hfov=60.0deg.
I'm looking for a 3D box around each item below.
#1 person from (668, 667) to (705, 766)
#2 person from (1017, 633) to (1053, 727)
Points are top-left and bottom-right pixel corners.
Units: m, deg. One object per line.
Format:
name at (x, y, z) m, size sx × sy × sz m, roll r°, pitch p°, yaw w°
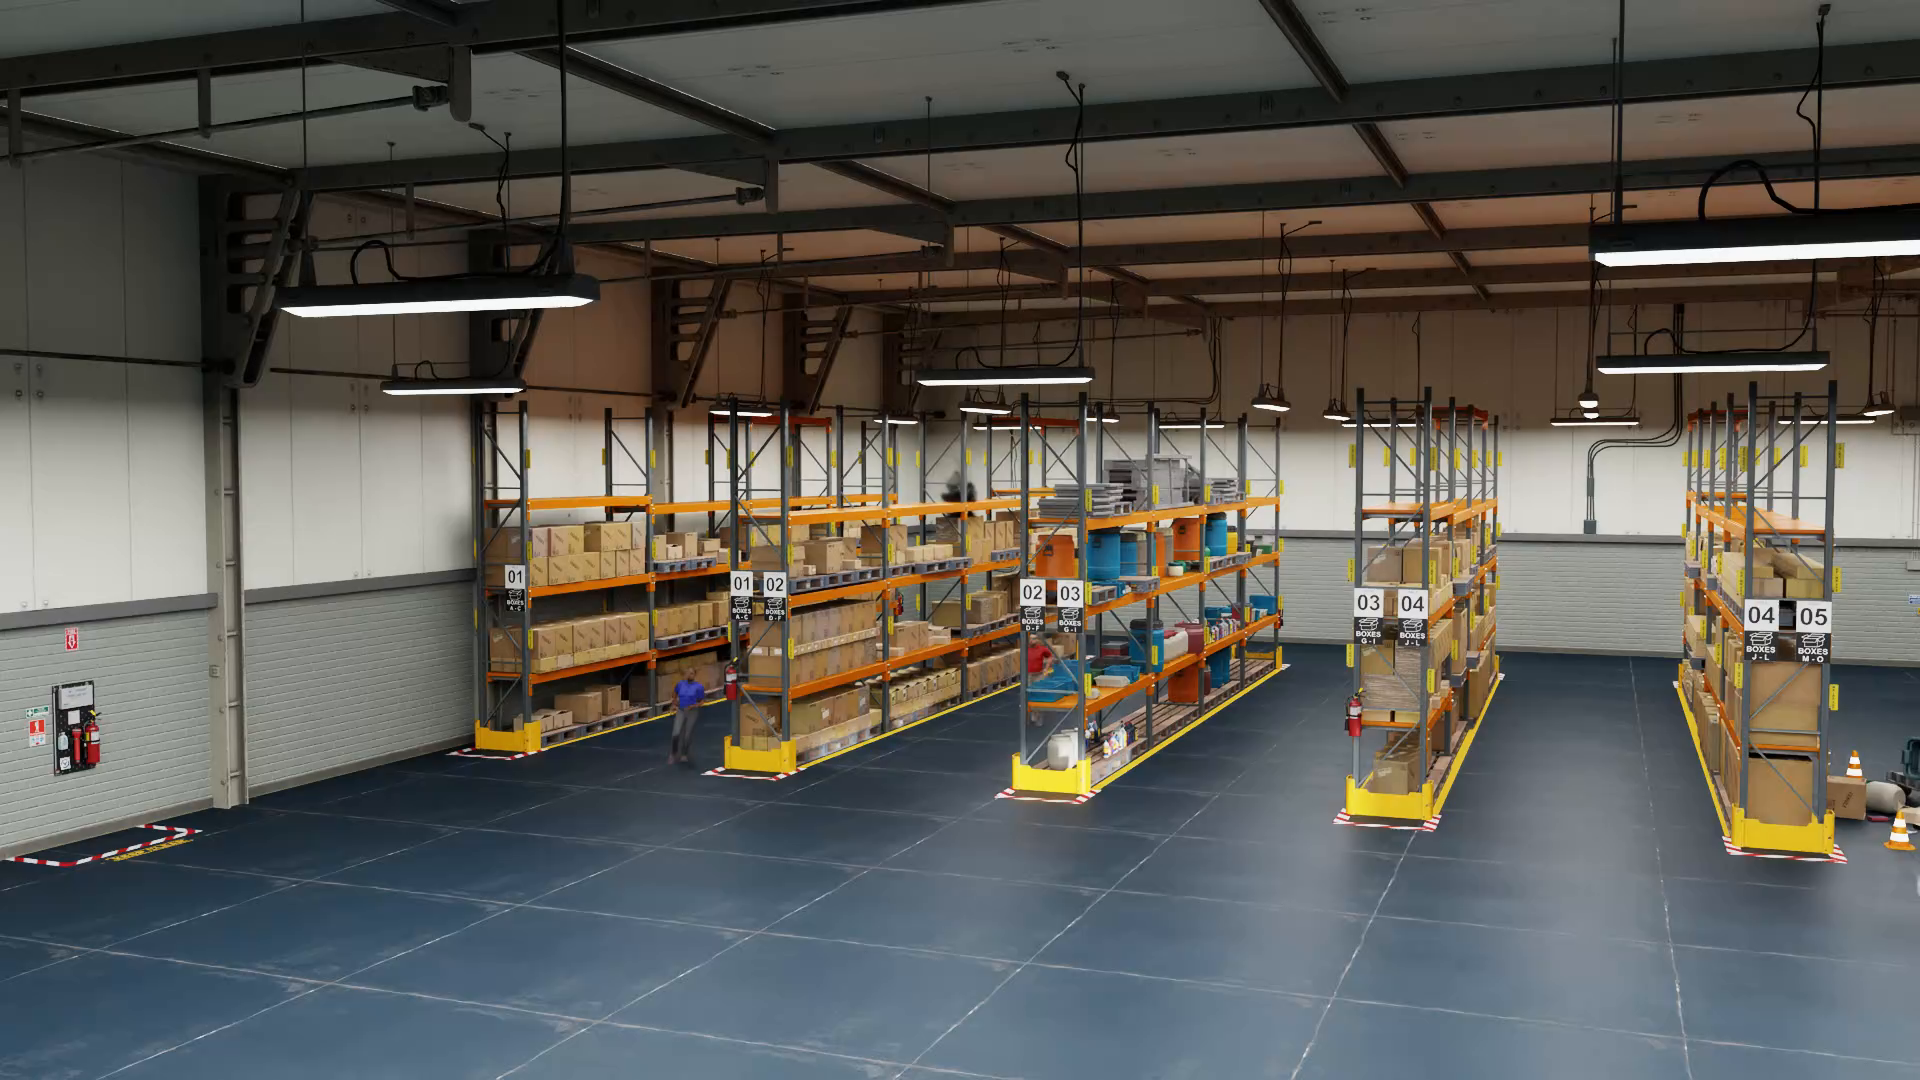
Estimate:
person at (-4.475, 2.877, 27.204) m, size 0.611 × 1.624 × 0.666 m, roll 0°, pitch 3°, yaw -1°
person at (1.379, 2.641, 31.254) m, size 0.638 × 1.784 × 0.767 m, roll 1°, pitch 3°, yaw 16°
